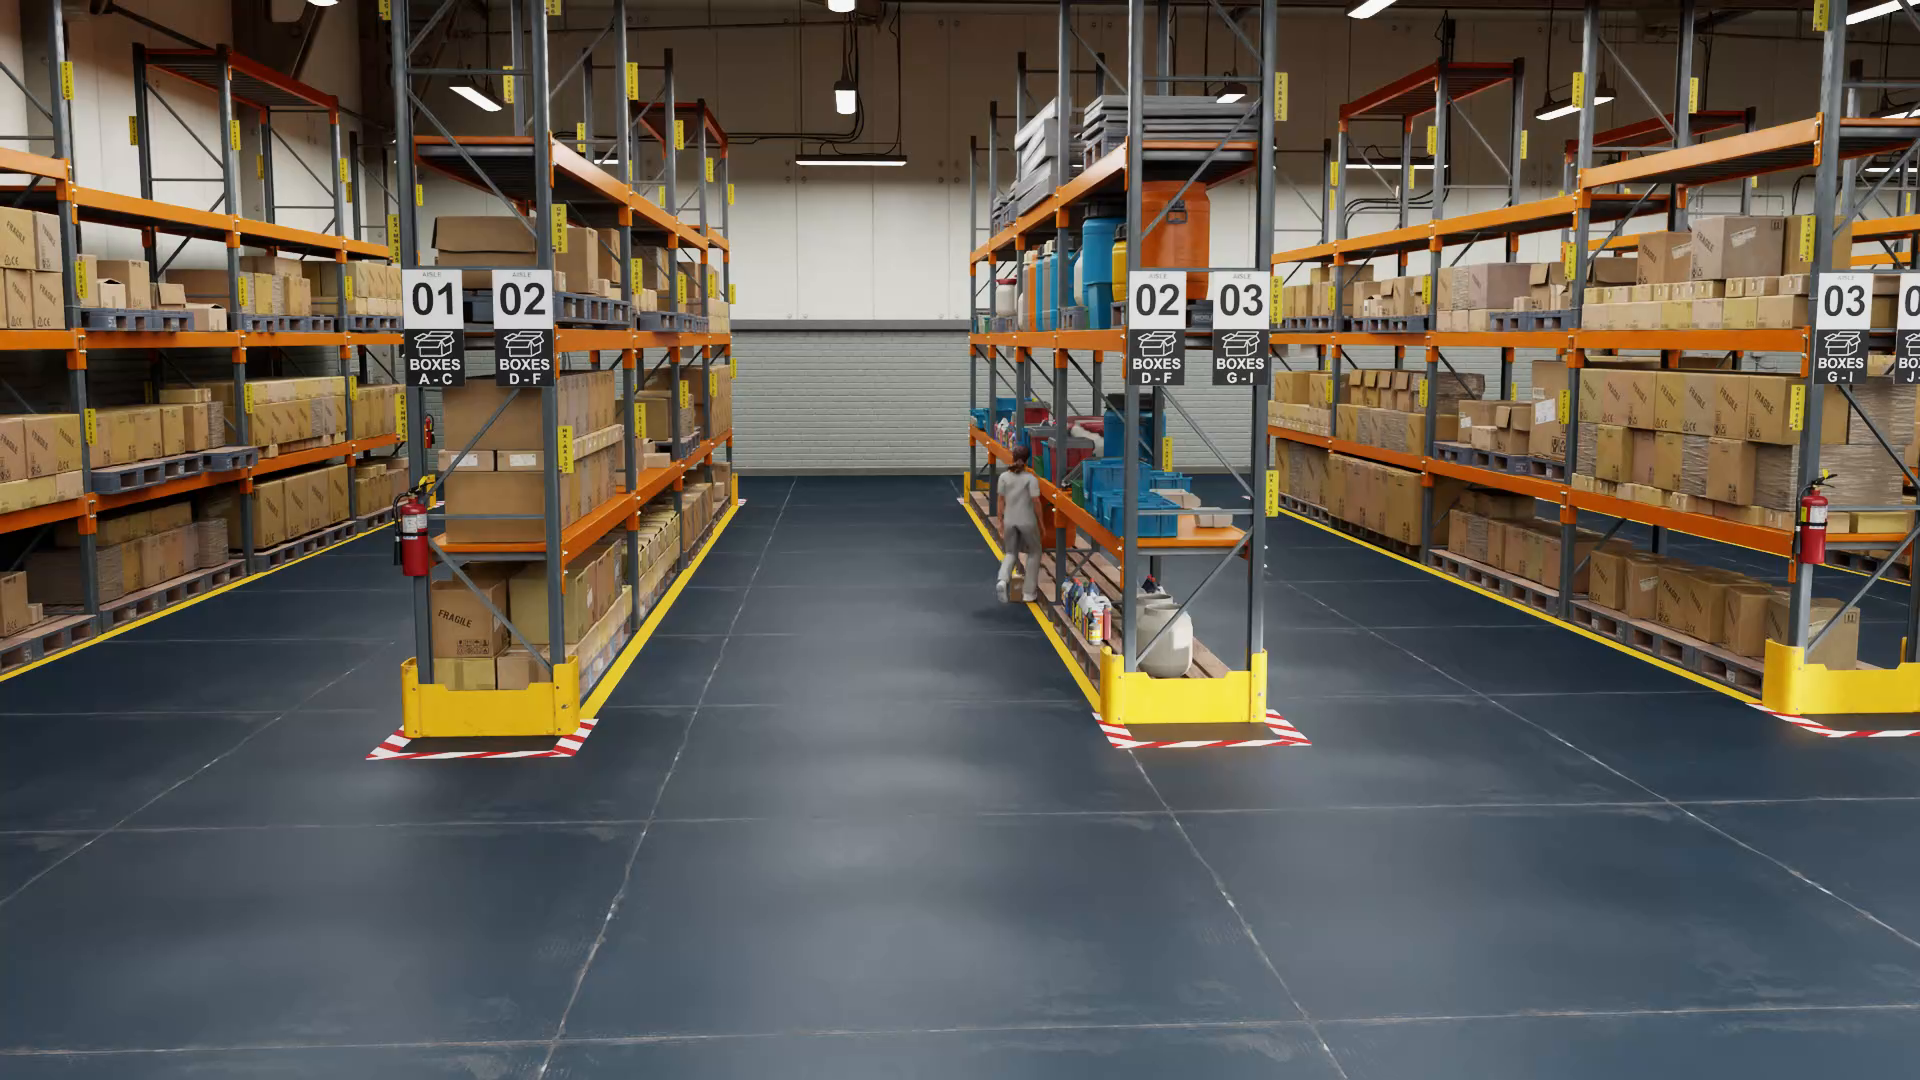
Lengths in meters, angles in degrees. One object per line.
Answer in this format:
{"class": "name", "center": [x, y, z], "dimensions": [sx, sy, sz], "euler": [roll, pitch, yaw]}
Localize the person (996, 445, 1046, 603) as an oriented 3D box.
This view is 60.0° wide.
{"class": "person", "center": [0.634, -0.169, 16.987], "dimensions": [0.479, 1.627, 0.651], "euler": [3, 8, 25]}
